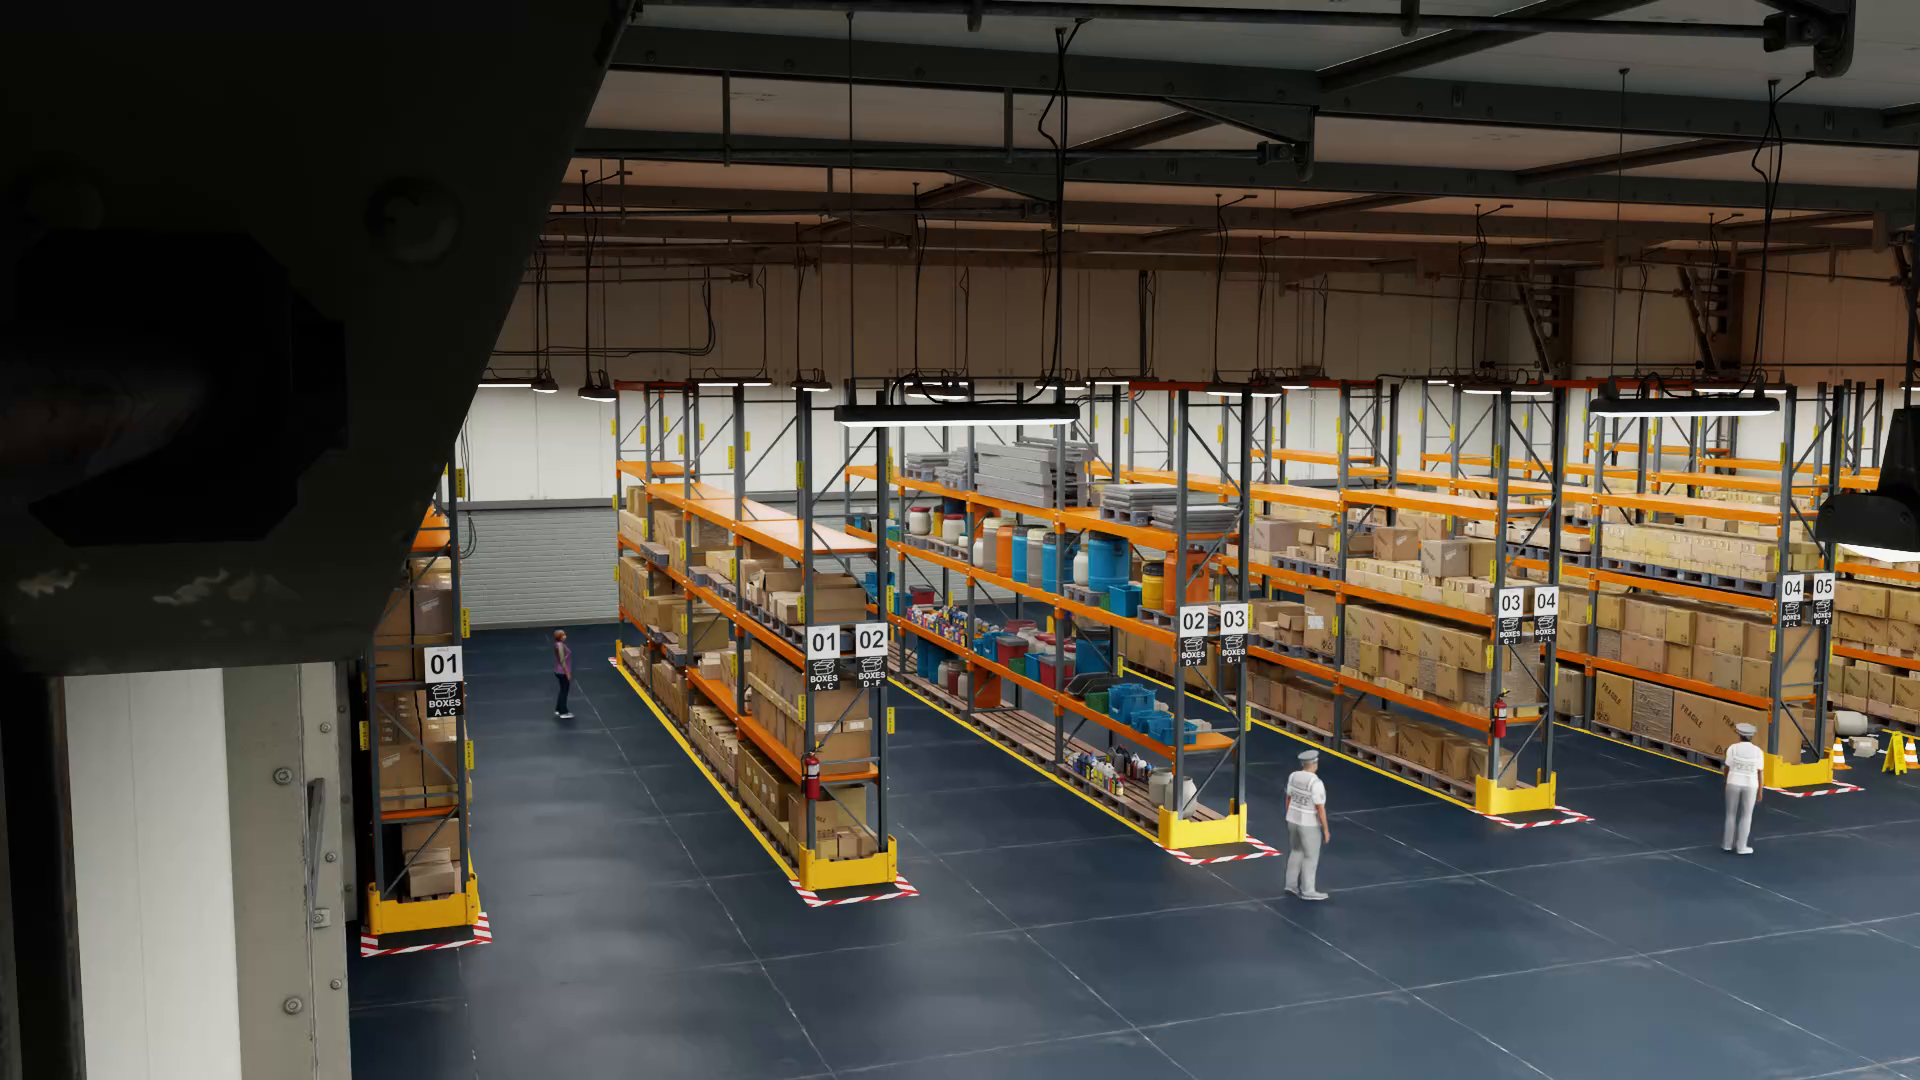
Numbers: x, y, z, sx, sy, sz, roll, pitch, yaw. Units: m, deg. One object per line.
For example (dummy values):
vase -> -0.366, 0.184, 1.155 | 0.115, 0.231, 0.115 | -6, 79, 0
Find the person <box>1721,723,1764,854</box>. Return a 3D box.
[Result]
person -> 10.143, 3.223, 21.544 | 0.465, 1.682, 0.391 | 3, 7, 26

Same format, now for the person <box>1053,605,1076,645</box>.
person -> 2.213, 1.811, 35.159 | 0.418, 1.598, 0.950 | -2, 6, -15

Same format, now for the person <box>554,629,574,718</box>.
person -> -7.098, 2.396, 29.783 | 0.313, 1.621, 0.456 | -4, 7, -32

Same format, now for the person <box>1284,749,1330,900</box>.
person -> 4.117, 3.417, 19.741 | 0.400, 1.852, 0.636 | -4, 7, -31
